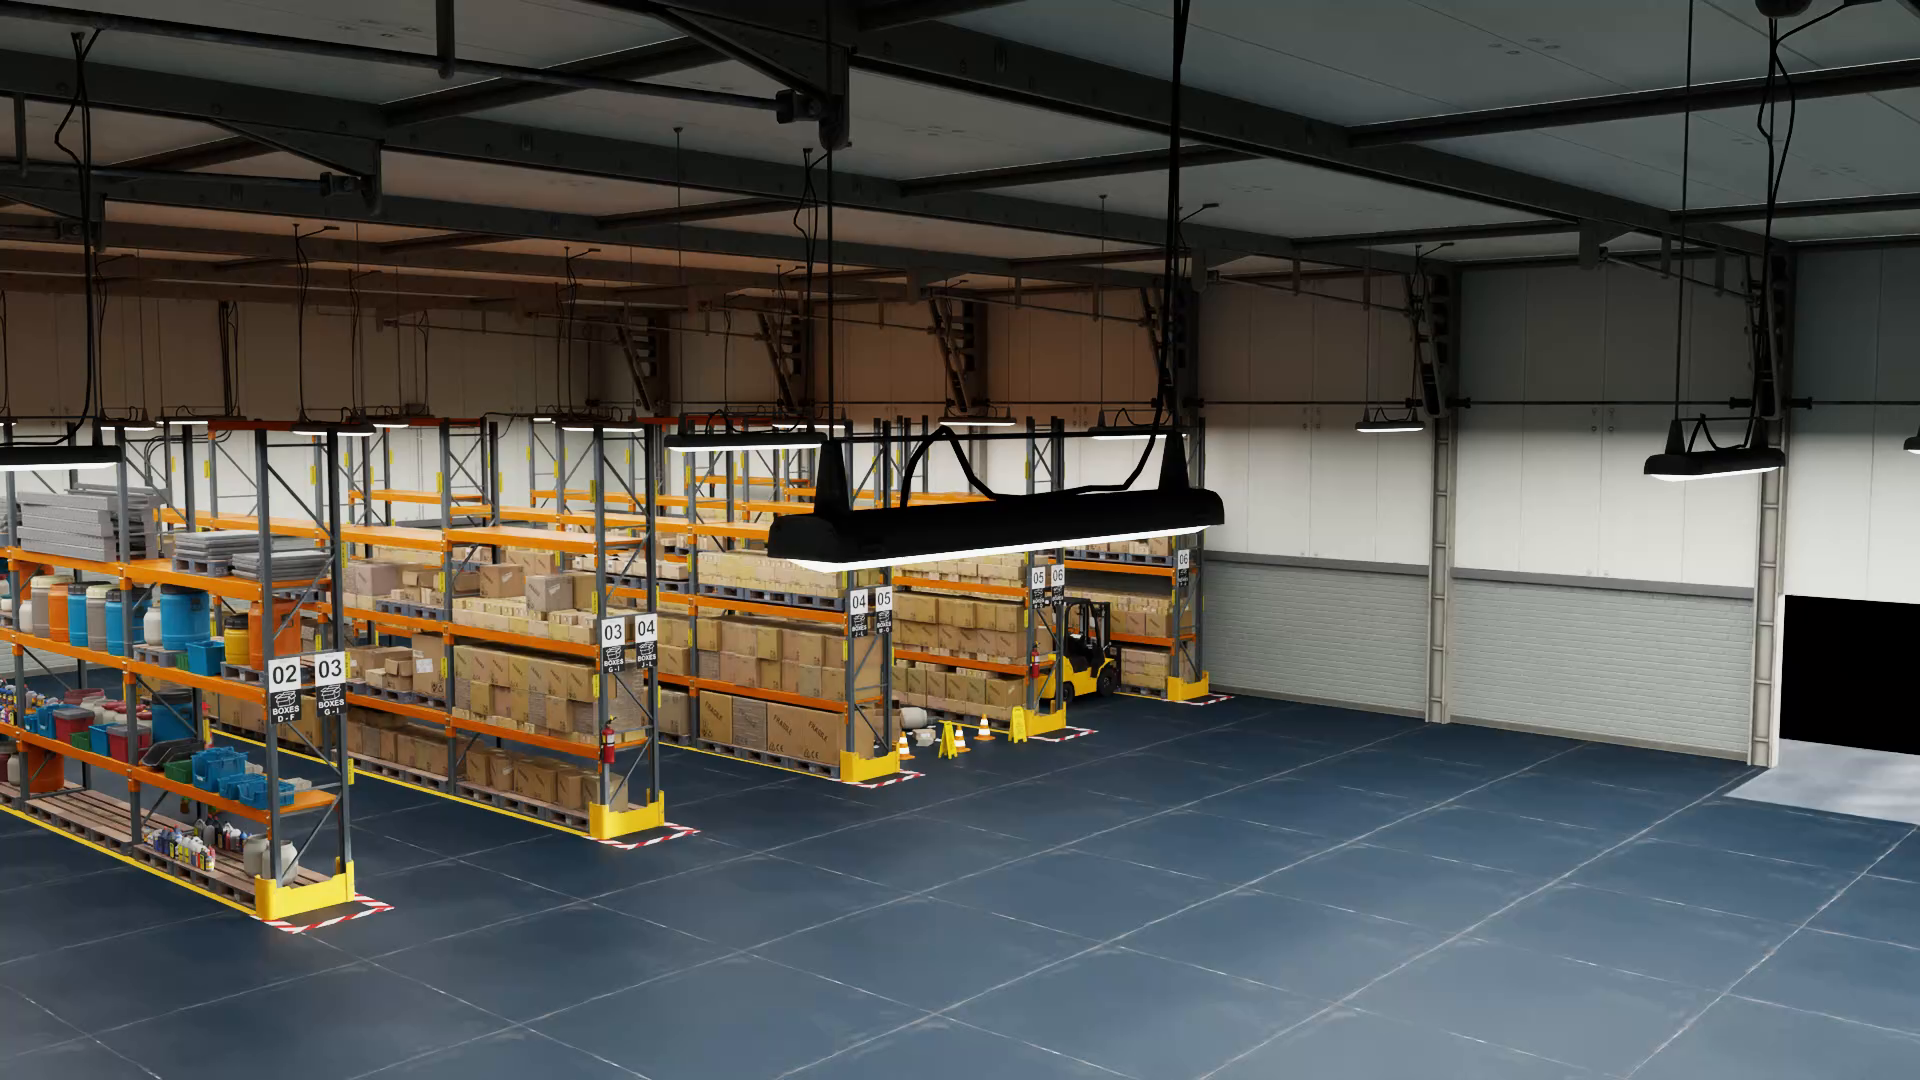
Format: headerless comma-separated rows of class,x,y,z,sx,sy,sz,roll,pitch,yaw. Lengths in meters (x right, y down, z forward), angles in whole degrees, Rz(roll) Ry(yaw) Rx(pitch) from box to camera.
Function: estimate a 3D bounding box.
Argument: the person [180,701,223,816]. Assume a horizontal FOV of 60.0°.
person,-11.518,3.328,25.360,0.567,1.791,0.760,2,5,21
